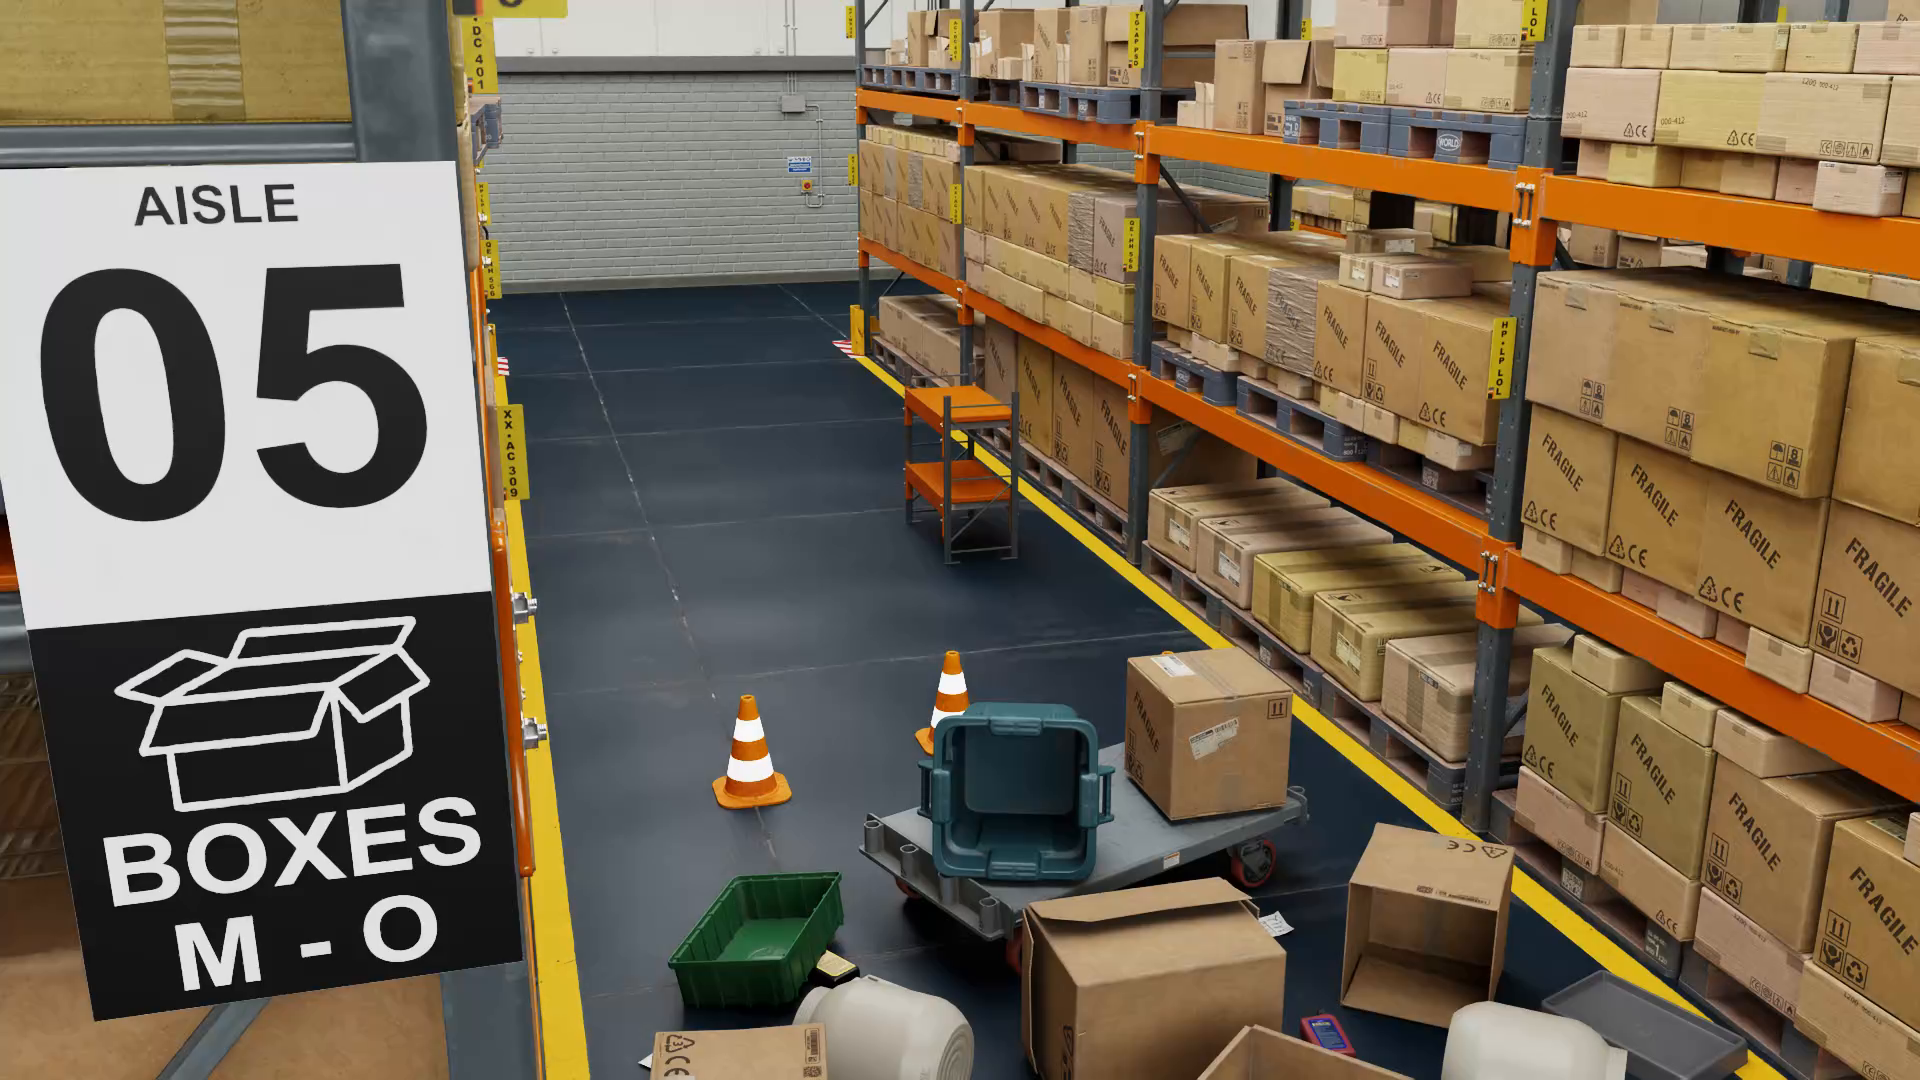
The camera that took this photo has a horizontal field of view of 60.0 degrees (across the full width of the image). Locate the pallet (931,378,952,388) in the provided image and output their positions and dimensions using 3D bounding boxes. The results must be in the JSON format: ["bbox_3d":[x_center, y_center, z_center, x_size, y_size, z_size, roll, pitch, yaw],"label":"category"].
[{"bbox_3d":[0.362,-1.308,15.440,1.003,0.211,1.213,-5,17,-15],"label":"pallet"}]

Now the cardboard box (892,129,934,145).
[{"bbox_3d":[-0.458,-3.963,16.392,0.380,0.149,0.250,-5,17,-15],"label":"cardboard box"}]

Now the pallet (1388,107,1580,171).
[{"bbox_3d":[2.627,-1.740,7.143,1.213,0.211,1.003,-5,17,-15],"label":"pallet"}]

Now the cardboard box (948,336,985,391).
[{"bbox_3d":[0.427,-1.583,15.233,0.875,0.438,0.875,-5,17,-16],"label":"cardboard box"}]

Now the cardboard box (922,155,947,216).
[{"bbox_3d":[-0.031,-3.204,14.991,0.500,0.500,0.500,-5,17,-16],"label":"cardboard box"}]

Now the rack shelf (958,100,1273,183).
[{"bbox_3d":[1.046,-2.966,12.148,1.077,0.370,4.000,-5,17,-15],"label":"rack shelf"}]

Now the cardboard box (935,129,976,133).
[{"bbox_3d":[-0.034,-4.004,16.527,0.380,0.149,0.250,-5,17,-16],"label":"cardboard box"}]

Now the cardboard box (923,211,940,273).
[{"bbox_3d":[-0.024,-2.725,15.136,0.500,0.500,0.500,-5,17,-17],"label":"cardboard box"}]

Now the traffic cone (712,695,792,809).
[{"bbox_3d":[-0.954,0.930,7.553,0.336,0.463,0.334,-5,17,-15],"label":"traffic cone"}]

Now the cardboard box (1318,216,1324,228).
[{"bbox_3d":[4.215,-3.557,18.518,0.380,0.149,0.250,-5,17,-16],"label":"cardboard box"}]

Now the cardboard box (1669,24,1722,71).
[{"bbox_3d":[2.631,-1.656,5.588,0.380,0.149,0.250,-5,18,-17],"label":"cardboard box"}]

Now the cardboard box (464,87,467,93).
[{"bbox_3d":[-1.141,-0.793,3.198,0.380,0.149,0.250,-5,17,-15],"label":"cardboard box"}]

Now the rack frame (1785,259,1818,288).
[{"bbox_3d":[6.367,-1.714,11.945,1.000,3.000,0.127,-5,17,-15],"label":"rack frame"}]

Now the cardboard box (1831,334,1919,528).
[{"bbox_3d":[3.069,-0.324,4.886,0.700,0.500,0.500,-5,17,-16],"label":"cardboard box"}]

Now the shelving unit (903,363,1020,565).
[{"bbox_3d":[-0.002,-0.541,11.296,0.538,1.125,1.048,-5,17,-15],"label":"shelving unit"}]

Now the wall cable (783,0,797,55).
[{"bbox_3d":[-2.437,-7.958,22.302,0.463,3.000,0.029,-5,17,-15],"label":"wall cable"}]

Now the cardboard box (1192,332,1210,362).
[{"bbox_3d":[1.582,-1.137,9.729,0.380,0.149,0.250,-6,18,-19],"label":"cardboard box"}]

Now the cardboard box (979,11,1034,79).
[{"bbox_3d":[0.459,-3.846,12.924,0.500,0.500,0.500,-5,17,-16],"label":"cardboard box"}]

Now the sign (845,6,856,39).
[{"bbox_3d":[-1.138,-5.384,17.292,0.100,0.325,0.005,-5,17,-15],"label":"sign"}]

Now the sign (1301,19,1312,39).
[{"bbox_3d":[2.118,-3.047,10.270,0.100,0.325,0.005,-5,17,-15],"label":"sign"}]

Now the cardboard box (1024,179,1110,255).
[{"bbox_3d":[0.791,-2.389,12.281,0.500,0.500,0.500,-5,17,-16],"label":"cardboard box"}]

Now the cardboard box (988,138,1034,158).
[{"bbox_3d":[0.462,-3.509,14.882,0.380,0.149,0.250,-5,17,-16],"label":"cardboard box"}]

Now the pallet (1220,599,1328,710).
[{"bbox_3d":[2.140,0.568,9.194,1.003,0.211,1.213,-5,17,-15],"label":"pallet"}]

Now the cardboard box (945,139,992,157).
[{"bbox_3d":[0.078,-3.476,14.770,0.380,0.149,0.250,-5,17,-15],"label":"cardboard box"}]

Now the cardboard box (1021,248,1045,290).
[{"bbox_3d":[0.770,-2.027,12.379,0.500,0.250,0.500,-5,17,-17],"label":"cardboard box"}]

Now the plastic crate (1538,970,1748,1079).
[{"bbox_3d":[2.338,1.683,5.710,0.402,0.080,0.583,-12,20,-34],"label":"plastic crate"}]

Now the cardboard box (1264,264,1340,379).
[{"bbox_3d":[1.929,-1.140,8.614,0.500,0.500,0.500,-5,18,-17],"label":"cardboard box"}]

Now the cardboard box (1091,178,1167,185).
[{"bbox_3d":[1.287,-2.424,12.395,0.500,0.500,0.500,-4,17,-14],"label":"cardboard box"}]

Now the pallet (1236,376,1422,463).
[{"bbox_3d":[2.179,-0.684,8.850,1.003,0.211,1.213,-5,17,-15],"label":"pallet"}]

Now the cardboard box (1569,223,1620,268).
[{"bbox_3d":[5.544,-2.558,13.849,0.700,0.500,0.500,-5,17,-16],"label":"cardboard box"}]

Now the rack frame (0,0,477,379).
[{"bbox_3d":[-0.938,-1.562,1.009,1.000,3.000,0.127,-5,17,-15],"label":"rack frame"}]

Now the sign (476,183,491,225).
[{"bbox_3d":[-3.703,-2.607,12.905,0.100,0.325,0.005,-5,17,-15],"label":"sign"}]

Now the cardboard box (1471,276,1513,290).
[{"bbox_3d":[2.581,-1.034,8.261,0.500,0.500,0.500,-5,17,-16],"label":"cardboard box"}]

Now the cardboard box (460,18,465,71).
[{"bbox_3d":[-1.655,-1.435,4.642,0.500,0.250,0.500,-5,17,-16],"label":"cardboard box"}]

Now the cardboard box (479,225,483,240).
[{"bbox_3d":[-4.376,-2.634,14.314,0.500,0.500,0.500,-5,17,-16],"label":"cardboard box"}]

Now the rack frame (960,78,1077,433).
[{"bbox_3d":[0.496,-2.427,14.318,1.000,3.000,0.127,-5,17,-15],"label":"rack frame"}]

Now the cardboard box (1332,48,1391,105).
[{"bbox_3d":[2.122,-2.212,7.918,0.500,0.250,0.500,-4,17,-15],"label":"cardboard box"}]

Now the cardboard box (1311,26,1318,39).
[{"bbox_3d":[4.049,-5.531,18.312,0.500,0.250,0.500,-5,17,-16],"label":"cardboard box"}]

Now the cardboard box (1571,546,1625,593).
[{"bbox_3d":[2.592,0.084,6.394,0.380,0.149,0.250,-4,17,-14],"label":"cardboard box"}]

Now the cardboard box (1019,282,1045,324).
[{"bbox_3d":[0.761,-1.788,12.450,0.500,0.250,0.500,-5,17,-16],"label":"cardboard box"}]

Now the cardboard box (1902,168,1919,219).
[{"bbox_3d":[2.968,-0.998,4.782,0.380,0.149,0.250,-5,17,-15],"label":"cardboard box"}]

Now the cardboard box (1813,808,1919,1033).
[{"bbox_3d":[3.044,1.164,5.110,0.500,0.500,0.500,-5,17,-17],"label":"cardboard box"}]

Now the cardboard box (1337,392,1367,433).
[{"bbox_3d":[2.053,-0.629,8.037,0.380,0.149,0.250,-5,17,-15],"label":"cardboard box"}]

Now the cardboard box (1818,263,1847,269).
[{"bbox_3d":[6.171,-1.961,11.466,0.380,0.149,0.250,-4,17,-14],"label":"cardboard box"}]

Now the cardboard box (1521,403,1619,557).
[{"bbox_3d":[2.548,-0.261,6.416,0.500,0.500,0.500,-5,17,-15],"label":"cardboard box"}]

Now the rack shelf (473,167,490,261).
[{"bbox_3d":[-2.587,-1.440,7.069,1.077,0.370,4.000,-5,17,-15],"label":"rack shelf"}]

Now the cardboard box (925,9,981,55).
[{"bbox_3d":[0.095,-4.533,15.030,0.797,0.503,0.637,-3,17,-11],"label":"cardboard box"}]

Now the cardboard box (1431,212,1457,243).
[{"bbox_3d":[4.893,-3.013,16.011,0.500,0.250,0.500,-4,17,-14],"label":"cardboard box"}]

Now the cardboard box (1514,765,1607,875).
[{"bbox_3d":[2.597,1.086,6.672,0.500,0.250,0.500,-6,18,-18],"label":"cardboard box"}]

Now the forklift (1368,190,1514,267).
[{"bbox_3d":[3.553,-1.569,11.580,1.130,2.935,3.031,-6,18,-19],"label":"forklift"}]

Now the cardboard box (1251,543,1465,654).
[{"bbox_3d":[2.155,0.307,9.052,0.950,0.372,0.625,-4,17,-13],"label":"cardboard box"}]

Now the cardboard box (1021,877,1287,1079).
[{"bbox_3d":[0.612,1.479,5.418,0.797,0.637,0.503,-5,17,-15],"label":"cardboard box"}]

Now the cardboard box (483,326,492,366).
[{"bbox_3d":[-2.754,-0.846,8.880,0.500,0.500,0.500,-5,17,-15],"label":"cardboard box"}]
